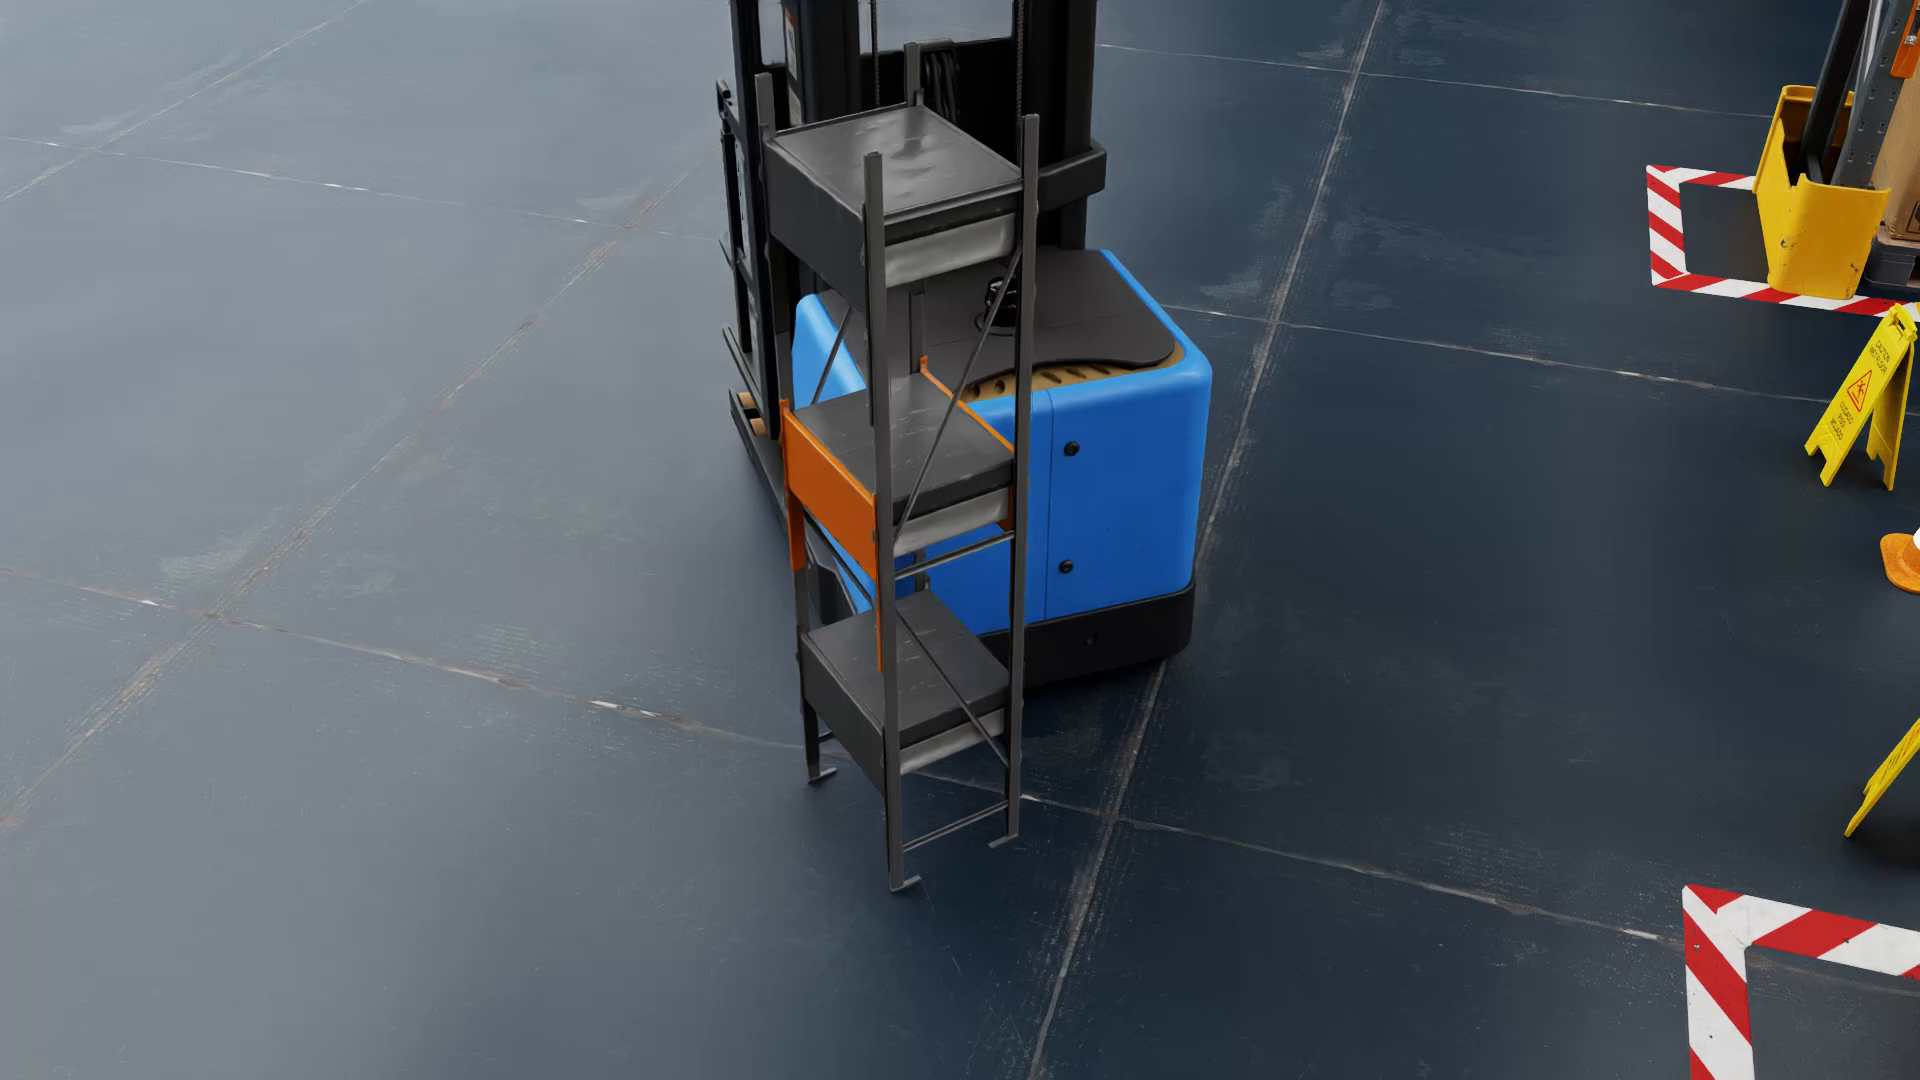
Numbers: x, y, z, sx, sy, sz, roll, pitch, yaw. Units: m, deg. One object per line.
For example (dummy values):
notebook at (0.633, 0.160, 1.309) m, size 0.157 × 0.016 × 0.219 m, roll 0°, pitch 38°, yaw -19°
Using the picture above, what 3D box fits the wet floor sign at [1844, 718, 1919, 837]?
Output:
wet floor sign at (2.635, 0.542, 4.469) m, size 0.232 × 0.644 × 0.267 m, roll 24°, pitch 43°, yaw 29°

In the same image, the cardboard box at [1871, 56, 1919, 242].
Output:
cardboard box at (4.544, -1.816, 7.125) m, size 0.875 × 0.875 × 0.875 m, roll 11°, pitch 38°, yaw 14°

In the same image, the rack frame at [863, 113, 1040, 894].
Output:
rack frame at (-0.013, 0.040, 3.925) m, size 0.400 × 2.100 × 0.015 m, roll -20°, pitch 41°, yaw -25°

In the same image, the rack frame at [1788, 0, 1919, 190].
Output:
rack frame at (3.877, -2.585, 6.732) m, size 0.127 × 3.000 × 1.000 m, roll 10°, pitch 38°, yaw 14°

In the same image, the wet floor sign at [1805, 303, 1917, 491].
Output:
wet floor sign at (3.259, -0.522, 5.915) m, size 0.232 × 0.644 × 0.267 m, roll 4°, pitch 37°, yaw 6°

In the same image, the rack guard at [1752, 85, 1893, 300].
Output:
rack guard at (3.854, -1.583, 7.479) m, size 0.348 × 0.500 × 1.175 m, roll 10°, pitch 38°, yaw 14°

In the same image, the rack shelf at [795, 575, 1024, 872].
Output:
rack shelf at (-0.139, 0.490, 4.516) m, size 0.431 × 0.518 × 0.480 m, roll -20°, pitch 41°, yaw -25°

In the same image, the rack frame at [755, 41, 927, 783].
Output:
rack frame at (-0.265, -0.208, 4.262) m, size 0.400 × 2.100 × 0.015 m, roll -20°, pitch 41°, yaw -25°

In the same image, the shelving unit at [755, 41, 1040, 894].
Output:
shelving unit at (-0.139, -0.084, 4.093) m, size 0.431 × 2.100 × 0.503 m, roll -20°, pitch 41°, yaw -25°

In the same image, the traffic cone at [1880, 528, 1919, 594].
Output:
traffic cone at (3.299, -0.087, 5.478) m, size 0.334 × 0.463 × 0.336 m, roll 10°, pitch 38°, yaw 14°

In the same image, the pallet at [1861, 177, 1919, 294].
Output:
pallet at (4.663, -1.365, 7.427) m, size 1.213 × 0.211 × 1.003 m, roll 10°, pitch 38°, yaw 14°

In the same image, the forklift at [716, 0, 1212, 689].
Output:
forklift at (-0.230, -1.536, 5.364) m, size 1.130 × 2.935 × 3.031 m, roll -11°, pitch 38°, yaw -15°

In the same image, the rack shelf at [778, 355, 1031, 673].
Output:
rack shelf at (-0.139, -0.073, 4.101) m, size 0.431 × 0.518 × 0.480 m, roll -20°, pitch 41°, yaw -25°

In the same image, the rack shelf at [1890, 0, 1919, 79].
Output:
rack shelf at (5.786, -1.942, 6.465) m, size 4.000 × 0.370 × 1.077 m, roll 10°, pitch 38°, yaw 14°

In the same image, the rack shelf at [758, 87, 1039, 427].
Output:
rack shelf at (-0.139, -0.637, 3.686) m, size 0.431 × 0.518 × 0.480 m, roll -20°, pitch 41°, yaw -25°
